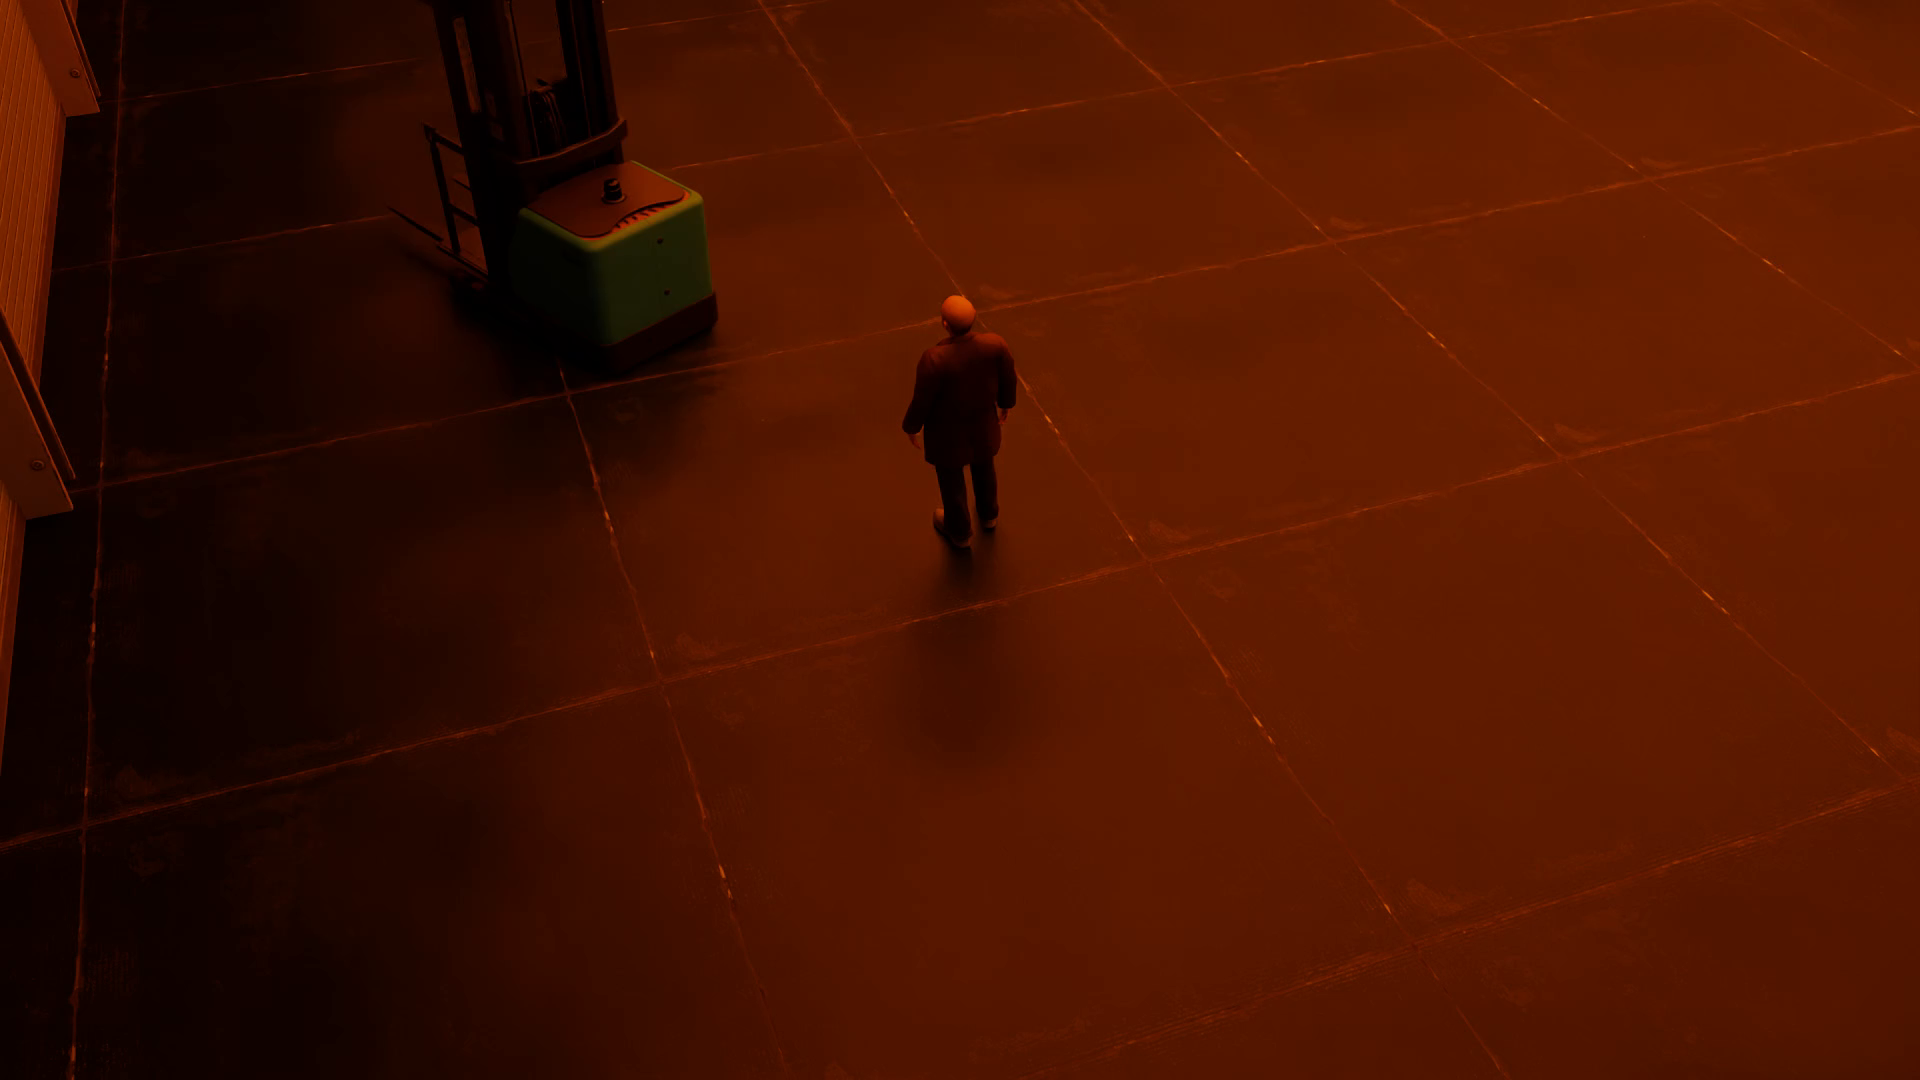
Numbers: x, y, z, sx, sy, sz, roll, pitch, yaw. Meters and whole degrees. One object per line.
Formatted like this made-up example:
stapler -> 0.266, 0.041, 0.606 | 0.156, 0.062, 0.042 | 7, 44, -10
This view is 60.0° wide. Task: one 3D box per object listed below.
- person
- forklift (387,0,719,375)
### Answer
person -> -0.028, -0.743, 9.766 | 0.698, 1.778, 0.579 | -13, 42, -15
forklift -> -3.176, -3.093, 11.680 | 3.031, 2.935, 1.130 | 31, 49, 31
